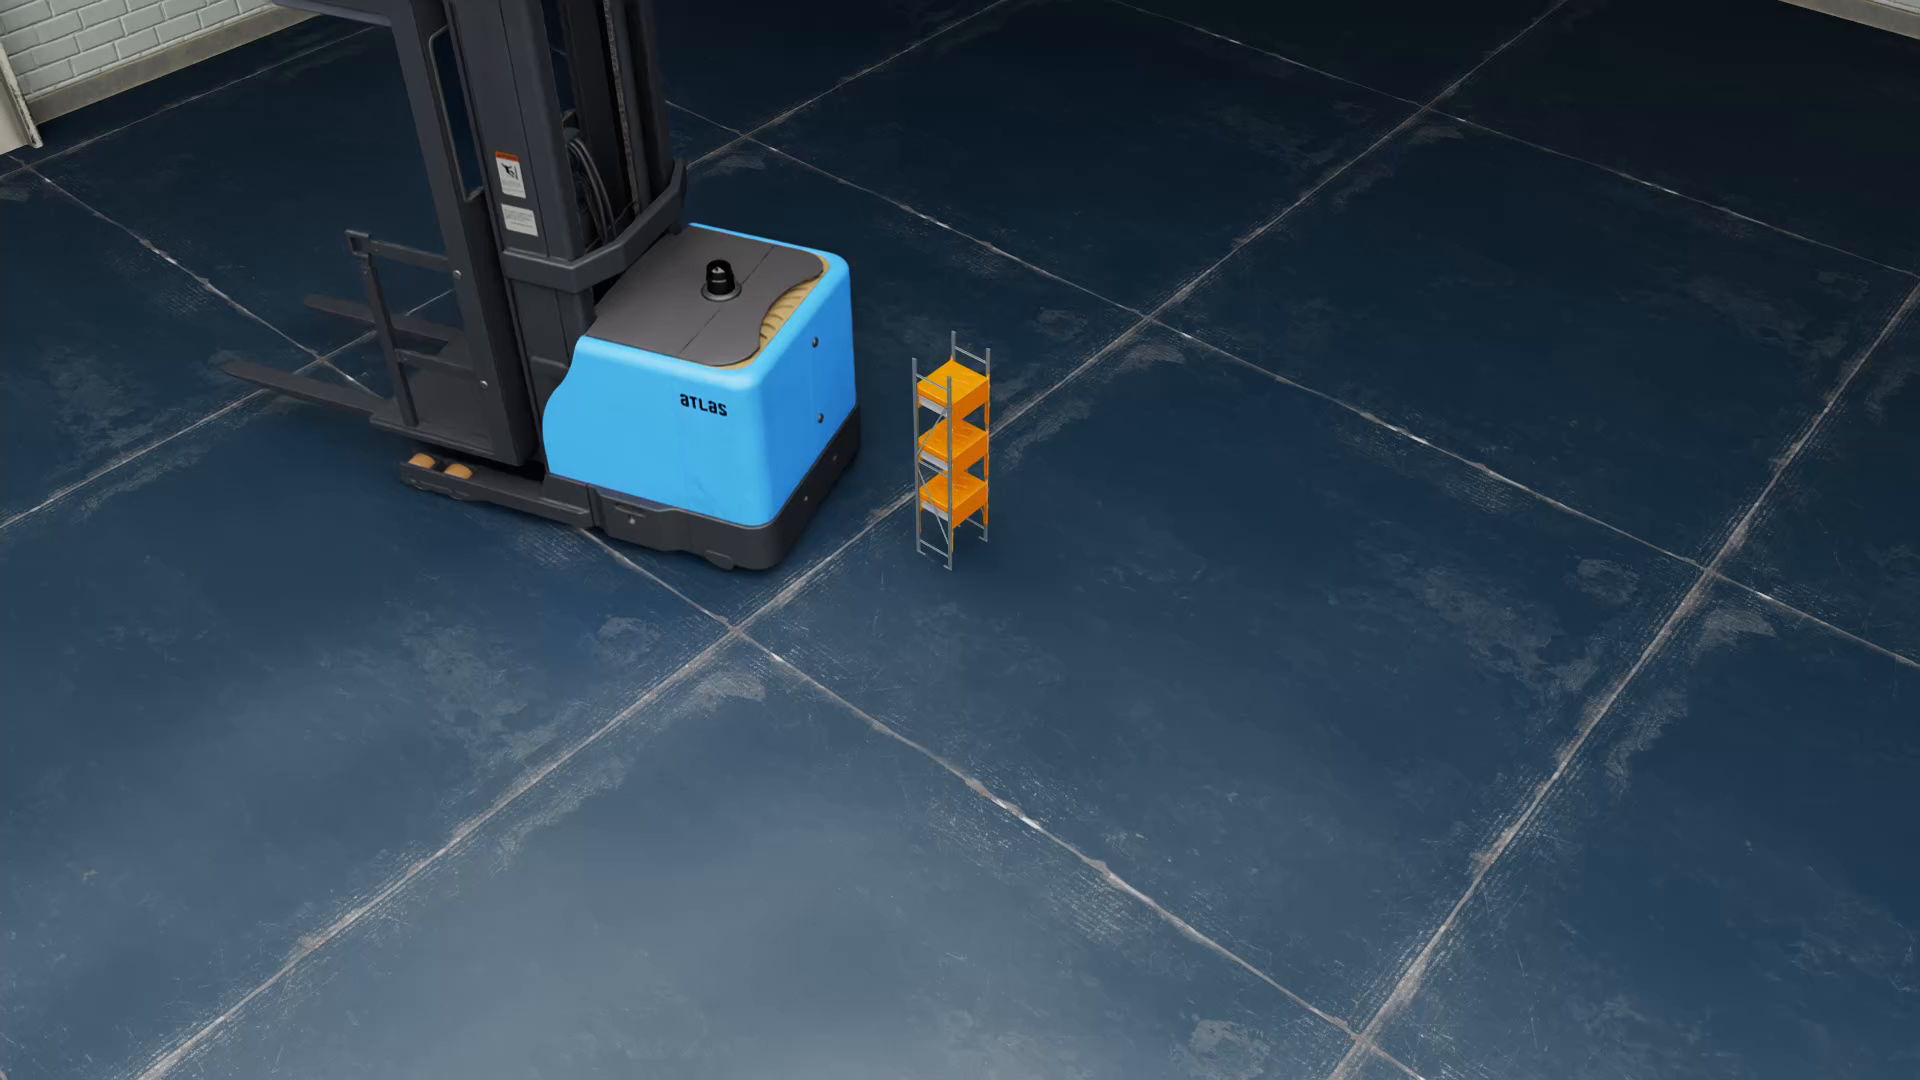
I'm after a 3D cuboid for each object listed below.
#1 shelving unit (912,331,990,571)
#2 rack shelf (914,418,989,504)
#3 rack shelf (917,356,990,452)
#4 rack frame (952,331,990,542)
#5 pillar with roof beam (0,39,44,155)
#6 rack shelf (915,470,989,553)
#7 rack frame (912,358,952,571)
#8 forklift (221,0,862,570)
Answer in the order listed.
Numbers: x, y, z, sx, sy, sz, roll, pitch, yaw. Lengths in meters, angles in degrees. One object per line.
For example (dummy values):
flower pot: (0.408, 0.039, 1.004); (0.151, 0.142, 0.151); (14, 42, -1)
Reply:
shelving unit: (-0.034, -0.361, 7.049); (0.215, 1.050, 0.252); (29, 50, 28)
rack shelf: (-0.034, -0.353, 7.056); (0.215, 0.259, 0.240); (29, 50, 28)
rack shelf: (-0.034, -0.563, 6.865); (0.215, 0.259, 0.240); (29, 50, 28)
rack frame: (0.044, -0.424, 7.118); (0.200, 1.050, 0.008); (29, 50, 28)
pillar with roof beam: (-2.490, -3.821, 4.945); (9.100, 9.000, 0.400); (29, 50, 28)
rack shelf: (-0.034, -0.147, 7.243); (0.215, 0.259, 0.240); (29, 50, 28)
rack frame: (-0.113, -0.298, 6.980); (0.200, 1.050, 0.008); (29, 50, 28)
forklift: (-2.034, -1.582, 6.994); (3.031, 2.935, 1.130); (15, 44, 16)
